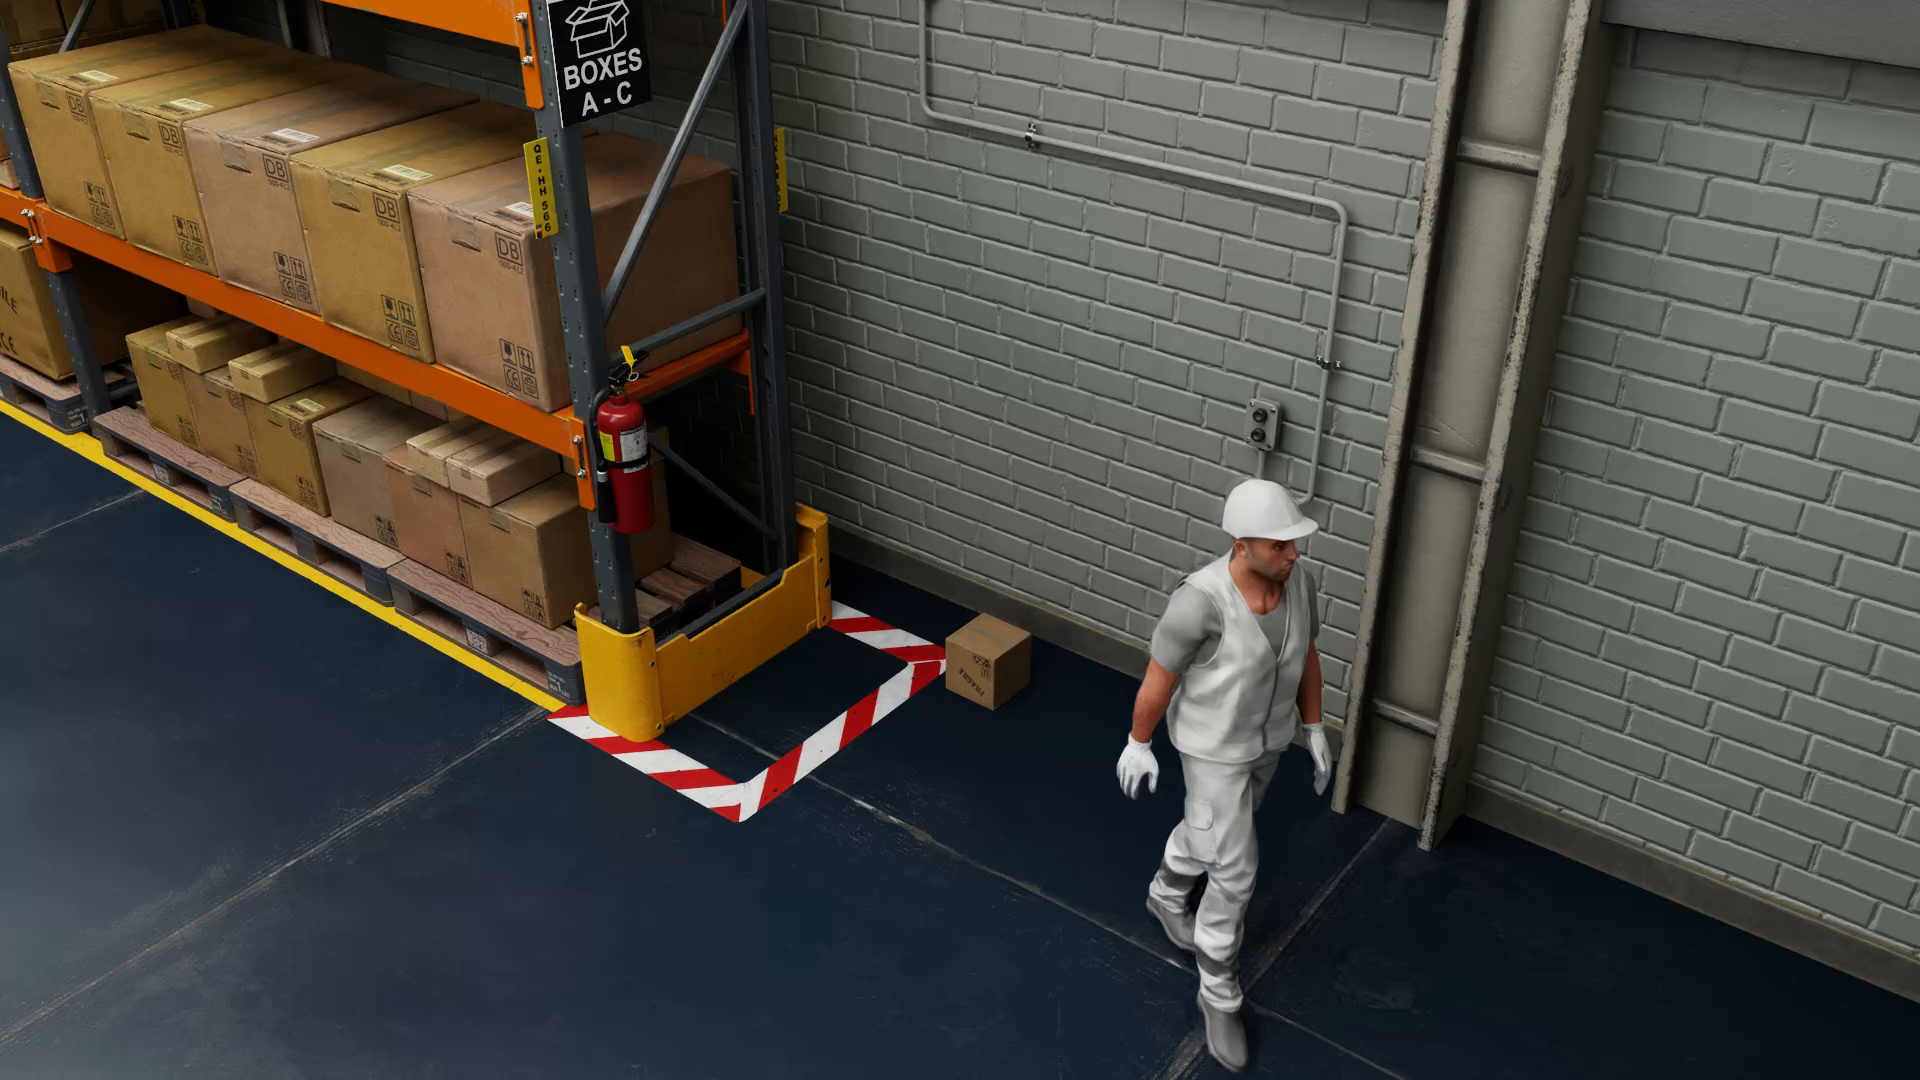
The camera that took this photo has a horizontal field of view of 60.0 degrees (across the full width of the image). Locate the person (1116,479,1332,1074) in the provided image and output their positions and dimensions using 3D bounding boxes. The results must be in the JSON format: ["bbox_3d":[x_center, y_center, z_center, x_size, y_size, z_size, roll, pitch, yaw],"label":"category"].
[{"bbox_3d":[0.836,0.652,4.992,0.613,1.807,0.716,-19,36,-29],"label":"person"}]
